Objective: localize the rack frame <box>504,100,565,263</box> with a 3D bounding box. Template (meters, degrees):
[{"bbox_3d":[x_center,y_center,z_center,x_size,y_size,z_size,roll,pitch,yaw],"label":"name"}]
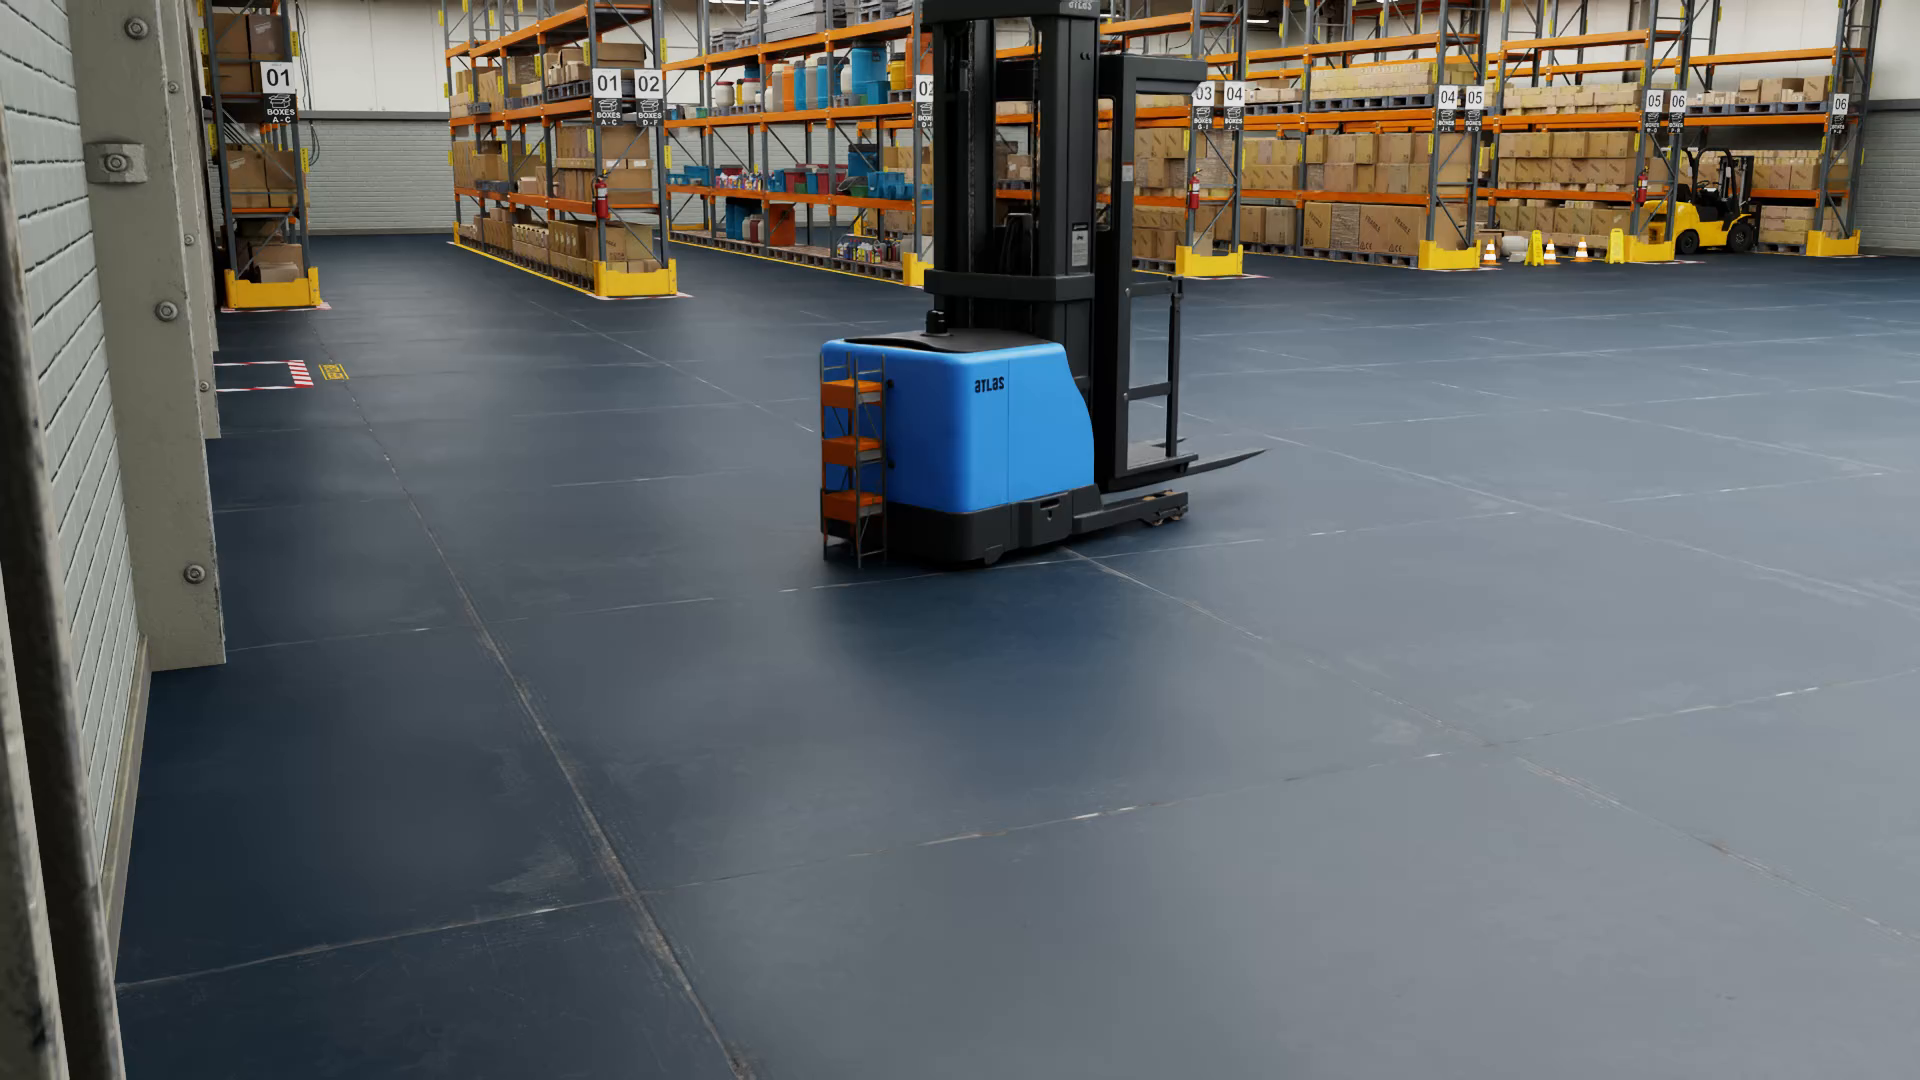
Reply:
[{"bbox_3d":[-7.991,-6.743,31.353,1.000,3.000,0.127,-6,14,-23],"label":"rack frame"}]

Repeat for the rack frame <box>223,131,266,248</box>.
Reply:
[{"bbox_3d":[-15.733,-7.948,36.558,1.000,3.000,0.127,-6,14,-23],"label":"rack frame"}]

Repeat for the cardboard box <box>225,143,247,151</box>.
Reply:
[{"bbox_3d":[-12.948,-6.934,29.588,0.500,0.250,0.500,-5,14,-21],"label":"cardboard box"}]

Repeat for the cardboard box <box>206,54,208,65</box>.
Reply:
[{"bbox_3d":[-10.992,-7.348,24.832,0.500,0.500,0.500,-5,14,-22],"label":"cardboard box"}]

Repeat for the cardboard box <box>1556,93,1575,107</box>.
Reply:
[{"bbox_3d":[12.303,-8.809,33.299,0.500,0.250,0.500,-5,14,-22],"label":"cardboard box"}]

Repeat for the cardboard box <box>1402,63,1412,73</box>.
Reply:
[{"bbox_3d":[8.230,-8.536,30.082,0.380,0.149,0.250,-5,14,-22],"label":"cardboard box"}]

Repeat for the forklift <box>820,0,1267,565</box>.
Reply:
[{"bbox_3d":[0.636,-1.573,9.168,1.130,2.935,3.031,12,17,41],"label":"forklift"}]

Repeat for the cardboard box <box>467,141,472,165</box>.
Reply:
[{"bbox_3d":[-10.241,-8.292,35.606,0.500,0.500,0.500,-6,14,-24],"label":"cardboard box"}]

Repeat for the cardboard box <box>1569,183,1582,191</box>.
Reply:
[{"bbox_3d":[12.450,-7.073,33.335,0.380,0.149,0.250,-6,14,-24],"label":"cardboard box"}]

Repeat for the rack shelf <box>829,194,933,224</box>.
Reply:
[{"bbox_3d":[-1.048,-5.600,28.008,1.077,0.370,4.000,-6,14,-23],"label":"rack shelf"}]

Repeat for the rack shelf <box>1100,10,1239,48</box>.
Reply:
[{"bbox_3d":[3.491,-8.968,29.265,1.077,0.370,4.000,-6,14,-23],"label":"rack shelf"}]

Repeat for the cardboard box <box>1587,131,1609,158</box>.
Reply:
[{"bbox_3d":[12.771,-7.751,32.610,0.700,0.500,0.500,-5,14,-22],"label":"cardboard box"}]

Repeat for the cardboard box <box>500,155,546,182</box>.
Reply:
[{"bbox_3d":[-8.347,-7.116,31.812,0.700,0.500,0.500,-12,18,-42],"label":"cardboard box"}]

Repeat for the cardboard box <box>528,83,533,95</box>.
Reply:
[{"bbox_3d":[-7.531,-8.141,30.140,0.500,0.250,0.500,-5,14,-21],"label":"cardboard box"}]

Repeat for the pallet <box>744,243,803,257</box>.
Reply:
[{"bbox_3d":[-3.805,-5.990,34.285,1.003,0.211,1.213,-6,14,-23],"label":"pallet"}]

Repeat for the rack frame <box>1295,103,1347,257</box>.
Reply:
[{"bbox_3d":[7.275,-7.238,33.490,1.000,3.000,0.127,-6,14,-23],"label":"rack frame"}]

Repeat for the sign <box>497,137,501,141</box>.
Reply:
[{"bbox_3d":[-10.679,-9.160,38.527,0.100,0.325,0.005,-6,14,-23],"label":"sign"}]

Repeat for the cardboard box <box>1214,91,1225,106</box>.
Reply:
[{"bbox_3d":[4.336,-7.496,28.284,0.500,0.250,0.500,-5,14,-21],"label":"cardboard box"}]

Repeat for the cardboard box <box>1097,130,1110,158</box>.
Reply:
[{"bbox_3d":[2.838,-7.272,30.541,0.500,0.500,0.500,-6,14,-23],"label":"cardboard box"}]

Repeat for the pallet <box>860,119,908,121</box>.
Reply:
[{"bbox_3d":[-1.811,-10.556,41.371,1.003,0.211,1.213,-6,14,-23],"label":"pallet"}]

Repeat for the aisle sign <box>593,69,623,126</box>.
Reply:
[{"bbox_3d":[-5.029,-6.317,23.745,0.394,0.787,0.004,-6,14,-23],"label":"aisle sign"}]

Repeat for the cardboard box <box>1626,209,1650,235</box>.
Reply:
[{"bbox_3d":[13.292,-6.306,32.969,0.500,0.500,0.500,-6,14,-25],"label":"cardboard box"}]

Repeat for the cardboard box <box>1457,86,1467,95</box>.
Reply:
[{"bbox_3d":[9.033,-8.104,29.982,0.380,0.149,0.250,-6,14,-23],"label":"cardboard box"}]

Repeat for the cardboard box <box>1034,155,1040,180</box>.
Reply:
[{"bbox_3d":[1.910,-7.415,33.097,0.797,0.503,0.637,-4,14,-17],"label":"cardboard box"}]

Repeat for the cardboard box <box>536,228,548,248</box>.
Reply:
[{"bbox_3d":[-7.028,-5.220,28.693,0.500,0.311,0.500,-5,14,-21],"label":"cardboard box"}]

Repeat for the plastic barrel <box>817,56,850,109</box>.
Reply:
[{"bbox_3d":[-2.251,-8.154,29.686,0.600,0.901,0.708,-6,14,-23],"label":"plastic barrel"}]

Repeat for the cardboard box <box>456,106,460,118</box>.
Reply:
[{"bbox_3d":[-10.833,-9.448,36.718,0.500,0.250,0.500,-6,14,-23],"label":"cardboard box"}]

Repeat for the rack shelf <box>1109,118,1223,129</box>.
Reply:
[{"bbox_3d":[4.871,-9.588,38.589,1.077,0.370,4.000,-6,14,-23],"label":"rack shelf"}]

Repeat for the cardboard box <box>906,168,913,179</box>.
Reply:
[{"bbox_3d":[-0.933,-8.603,39.061,0.500,0.250,0.500,-6,14,-24],"label":"cardboard box"}]

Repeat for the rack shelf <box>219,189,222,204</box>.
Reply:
[{"bbox_3d":[-14.932,-7.184,34.853,1.077,0.370,4.000,-6,14,-23],"label":"rack shelf"}]

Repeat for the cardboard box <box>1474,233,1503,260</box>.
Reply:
[{"bbox_3d":[10.349,-5.797,32.803,0.637,0.503,0.797,6,14,26],"label":"cardboard box"}]

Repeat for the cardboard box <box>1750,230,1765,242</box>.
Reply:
[{"bbox_3d":[17.058,-6.470,35.339,0.500,0.250,0.500,-5,14,-22],"label":"cardboard box"}]

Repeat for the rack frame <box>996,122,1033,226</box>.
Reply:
[{"bbox_3d":[1.087,-7.637,35.216,1.000,3.000,0.127,-6,14,-23],"label":"rack frame"}]

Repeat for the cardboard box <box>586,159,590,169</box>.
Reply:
[{"bbox_3d":[-5.422,-5.676,25.081,0.380,0.149,0.250,-5,14,-22],"label":"cardboard box"}]

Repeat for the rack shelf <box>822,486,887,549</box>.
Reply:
[{"bbox_3d":[-0.527,-0.115,8.318,0.240,0.259,0.215,12,18,41],"label":"rack shelf"}]

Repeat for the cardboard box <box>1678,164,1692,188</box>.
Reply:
[{"bbox_3d":[16.255,-8.088,36.944,0.500,0.500,0.500,-6,14,-25],"label":"cardboard box"}]

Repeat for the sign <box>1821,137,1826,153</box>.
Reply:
[{"bbox_3d":[17.416,-7.962,33.526,0.100,0.325,0.005,-6,14,-23],"label":"sign"}]

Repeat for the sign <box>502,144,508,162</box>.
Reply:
[{"bbox_3d":[-8.485,-7.218,31.011,0.100,0.325,0.005,-6,14,-23],"label":"sign"}]

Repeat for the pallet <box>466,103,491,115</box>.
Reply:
[{"bbox_3d":[-9.397,-8.798,33.997,1.213,0.211,1.003,-6,14,-23],"label":"pallet"}]

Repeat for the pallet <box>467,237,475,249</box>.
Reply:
[{"bbox_3d":[-10.360,-6.605,36.942,1.003,0.211,1.213,-6,14,-23],"label":"pallet"}]

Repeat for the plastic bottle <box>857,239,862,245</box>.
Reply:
[{"bbox_3d":[-1.774,-5.096,29.135,0.144,0.351,0.185,-6,14,-23],"label":"plastic bottle"}]

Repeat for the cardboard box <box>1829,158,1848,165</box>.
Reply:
[{"bbox_3d":[18.020,-7.787,34.202,0.380,0.149,0.250,-6,14,-24],"label":"cardboard box"}]

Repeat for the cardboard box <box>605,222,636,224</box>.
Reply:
[{"bbox_3d":[-5.396,-4.762,26.295,0.500,0.500,0.500,-6,14,-23],"label":"cardboard box"}]

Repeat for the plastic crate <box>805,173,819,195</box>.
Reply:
[{"bbox_3d":[-2.576,-6.555,30.577,0.392,0.384,0.575,-6,14,-23],"label":"plastic crate"}]

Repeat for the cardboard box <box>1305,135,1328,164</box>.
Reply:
[{"bbox_3d":[7.391,-7.758,33.009,0.875,0.550,0.550,-6,14,-23],"label":"cardboard box"}]

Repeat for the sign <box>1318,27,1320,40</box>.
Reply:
[{"bbox_3d":[9.057,-12.827,42.085,0.100,0.325,0.005,-6,14,-23],"label":"sign"}]

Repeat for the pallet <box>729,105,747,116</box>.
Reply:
[{"bbox_3d":[-4.193,-8.998,34.864,1.003,0.211,1.213,-6,14,-23],"label":"pallet"}]

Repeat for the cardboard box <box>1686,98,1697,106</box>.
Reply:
[{"bbox_3d":[16.218,-9.627,36.565,0.380,0.149,0.250,-5,14,-22],"label":"cardboard box"}]

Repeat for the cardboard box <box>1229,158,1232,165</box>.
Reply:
[{"bbox_3d":[6.047,-8.402,36.081,0.700,0.500,0.500,-6,14,-24],"label":"cardboard box"}]

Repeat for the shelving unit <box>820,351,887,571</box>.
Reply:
[{"bbox_3d":[-0.527,-0.396,8.253,0.252,1.050,0.215,12,18,41],"label":"shelving unit"}]

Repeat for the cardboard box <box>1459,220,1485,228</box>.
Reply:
[{"bbox_3d":[11.266,-6.887,36.869,0.950,0.372,0.625,-5,14,-19],"label":"cardboard box"}]

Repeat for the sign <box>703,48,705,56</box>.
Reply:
[{"bbox_3d":[-6.158,-11.661,40.013,0.100,0.325,0.005,-6,14,-23],"label":"sign"}]

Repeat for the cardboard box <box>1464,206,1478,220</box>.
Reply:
[{"bbox_3d":[13.517,-8.462,43.390,0.500,0.500,0.500,-6,14,-25],"label":"cardboard box"}]
